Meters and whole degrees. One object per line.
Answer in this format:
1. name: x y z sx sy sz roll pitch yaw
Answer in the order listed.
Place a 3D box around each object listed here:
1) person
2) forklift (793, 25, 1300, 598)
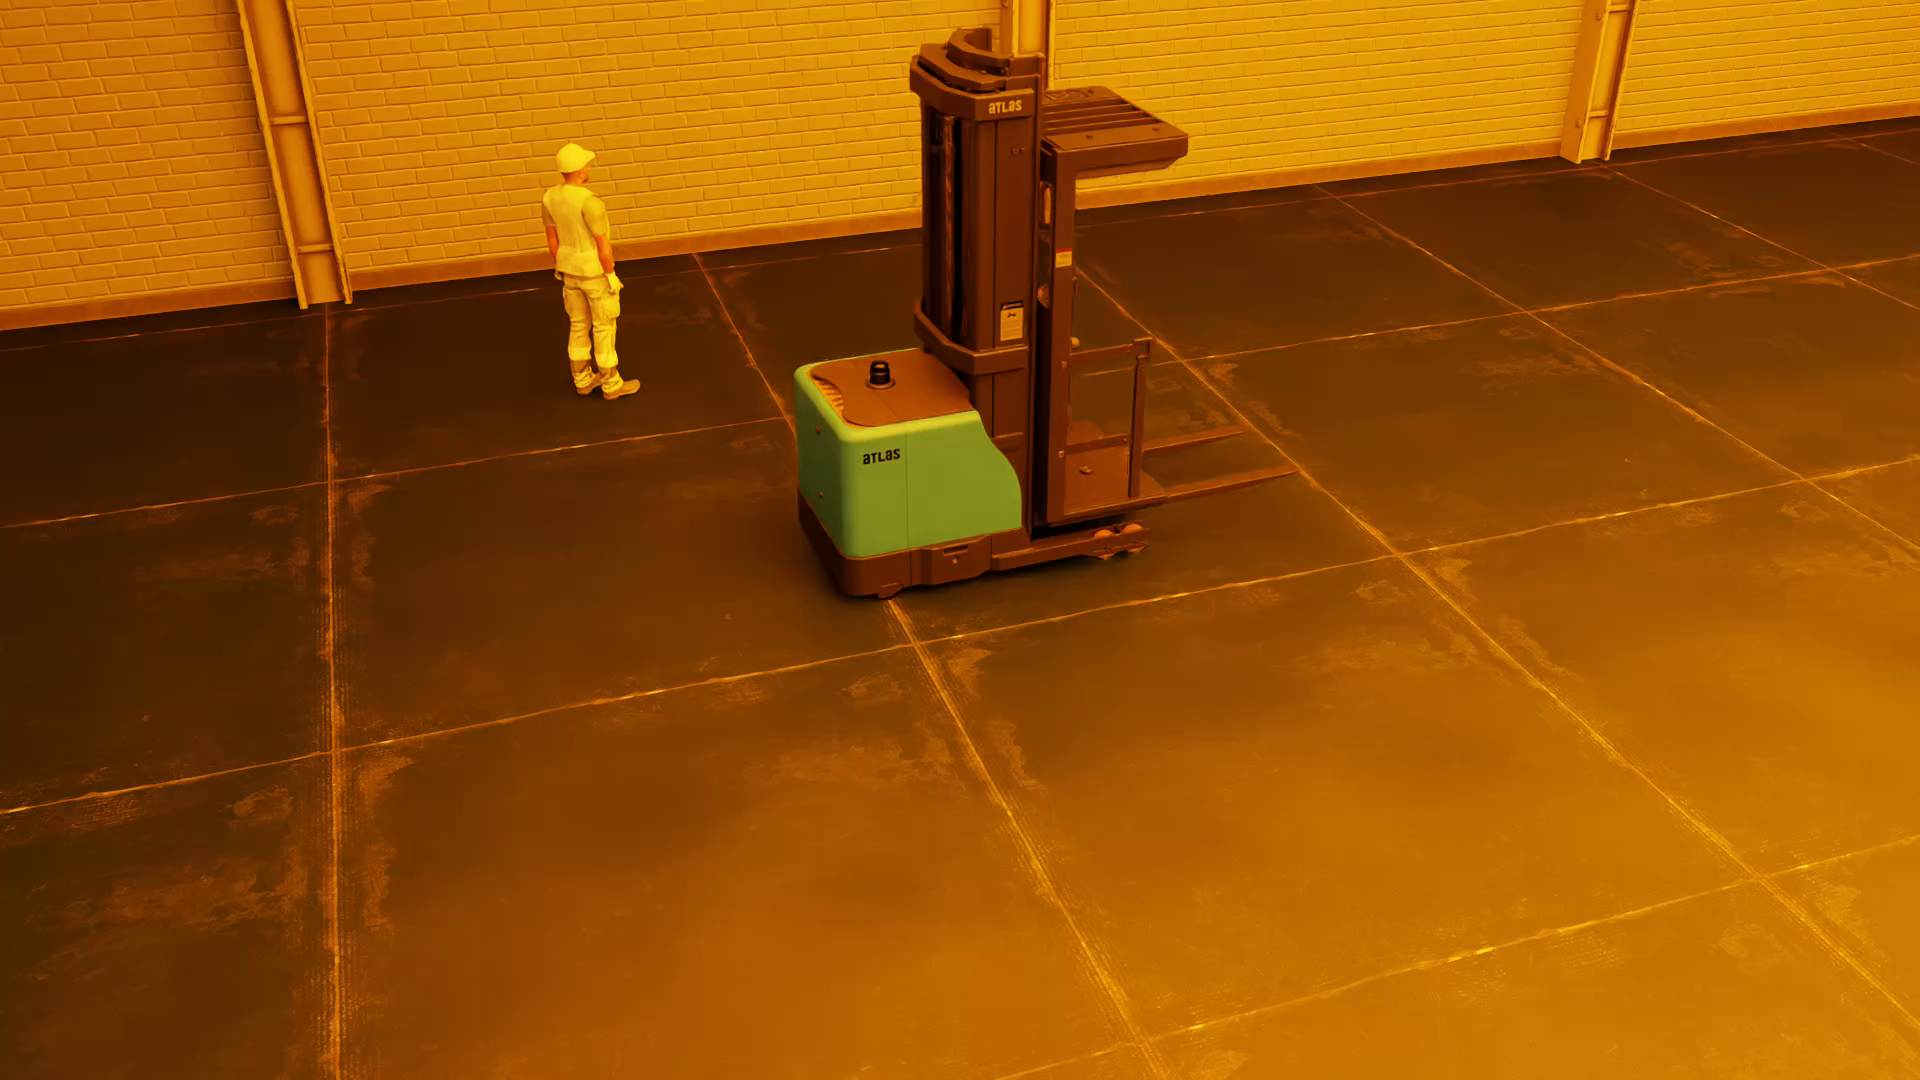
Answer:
1. person: -2.555 -1.846 11.439 0.546 1.795 0.352 16 34 26
2. forklift: 0.589 -1.395 9.511 3.031 2.935 1.130 -11 32 -18
